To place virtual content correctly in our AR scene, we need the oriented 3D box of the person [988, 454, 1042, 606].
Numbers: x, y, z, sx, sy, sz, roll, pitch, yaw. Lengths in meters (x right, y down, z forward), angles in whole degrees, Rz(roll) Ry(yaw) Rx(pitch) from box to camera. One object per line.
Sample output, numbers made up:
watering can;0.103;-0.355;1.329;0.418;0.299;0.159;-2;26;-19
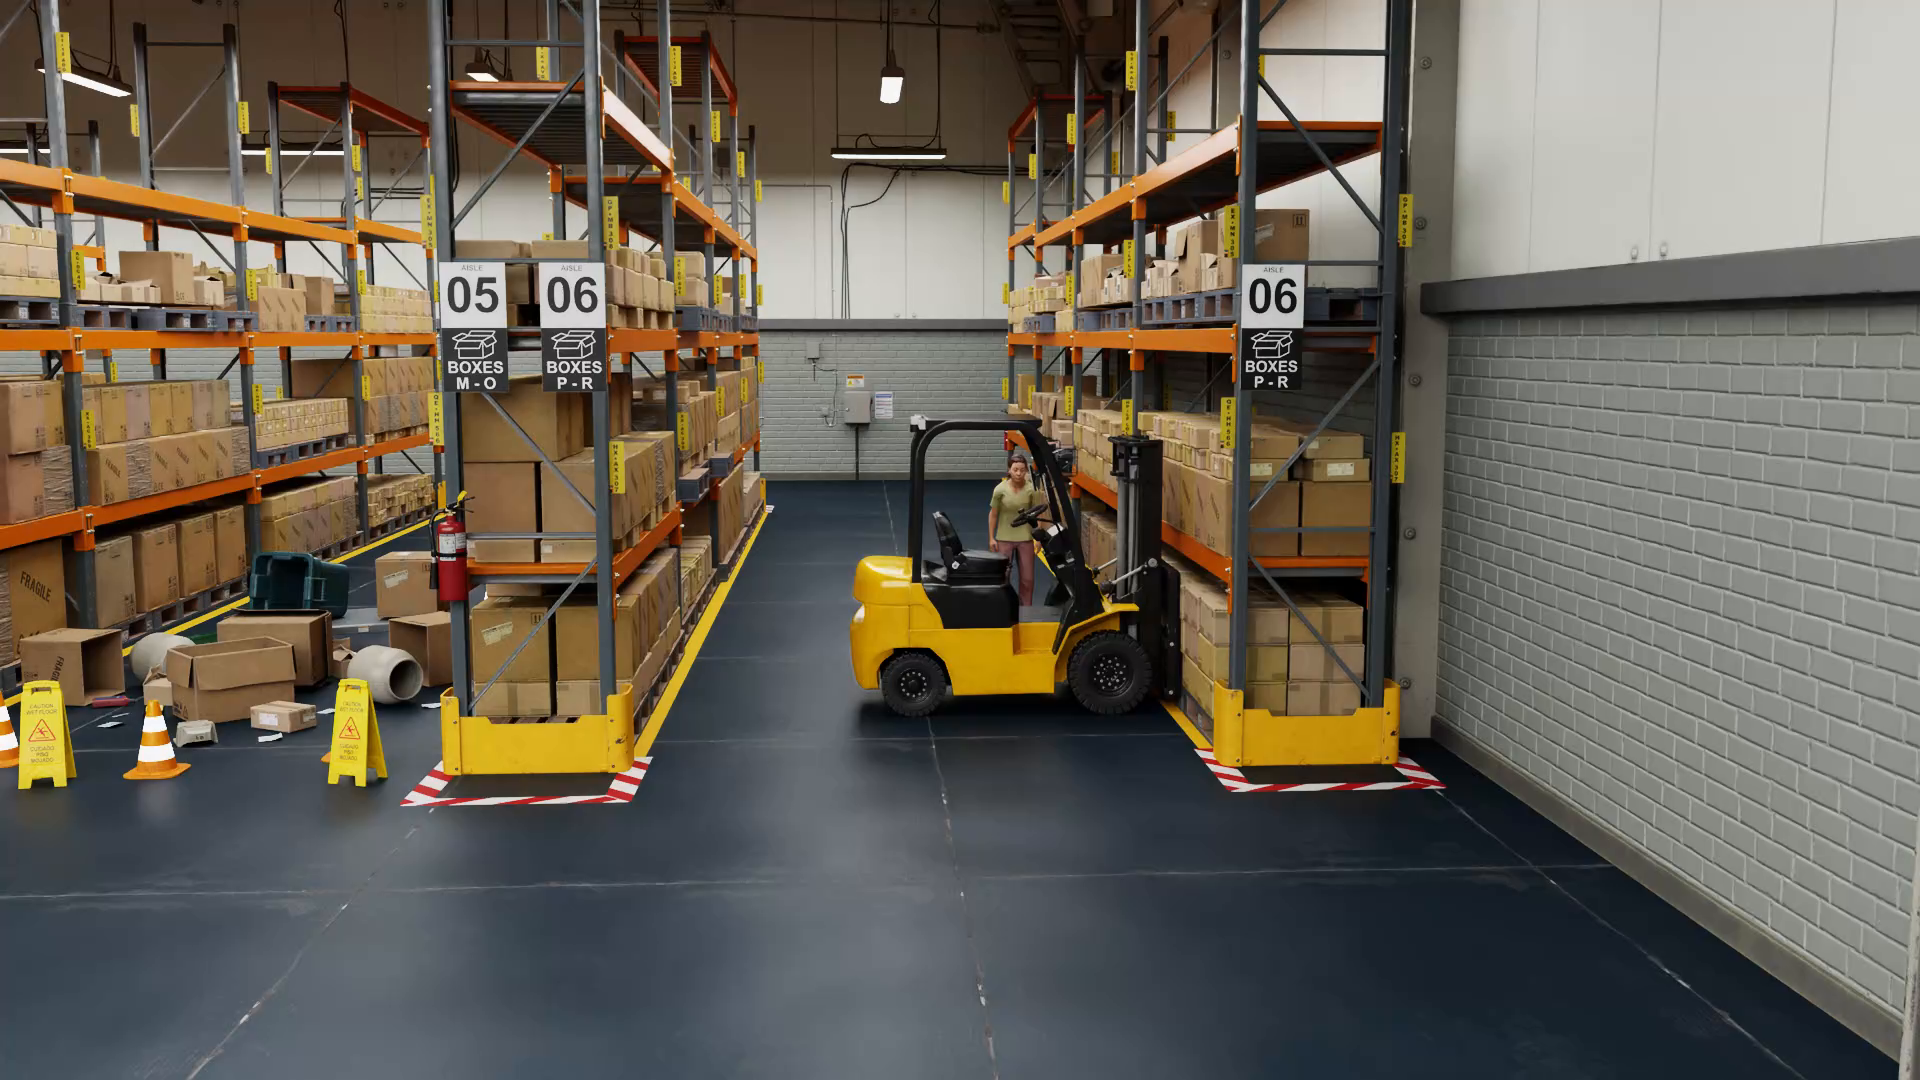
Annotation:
person;0.517;0.030;15.507;0.499;1.673;0.357;0;7;-3
